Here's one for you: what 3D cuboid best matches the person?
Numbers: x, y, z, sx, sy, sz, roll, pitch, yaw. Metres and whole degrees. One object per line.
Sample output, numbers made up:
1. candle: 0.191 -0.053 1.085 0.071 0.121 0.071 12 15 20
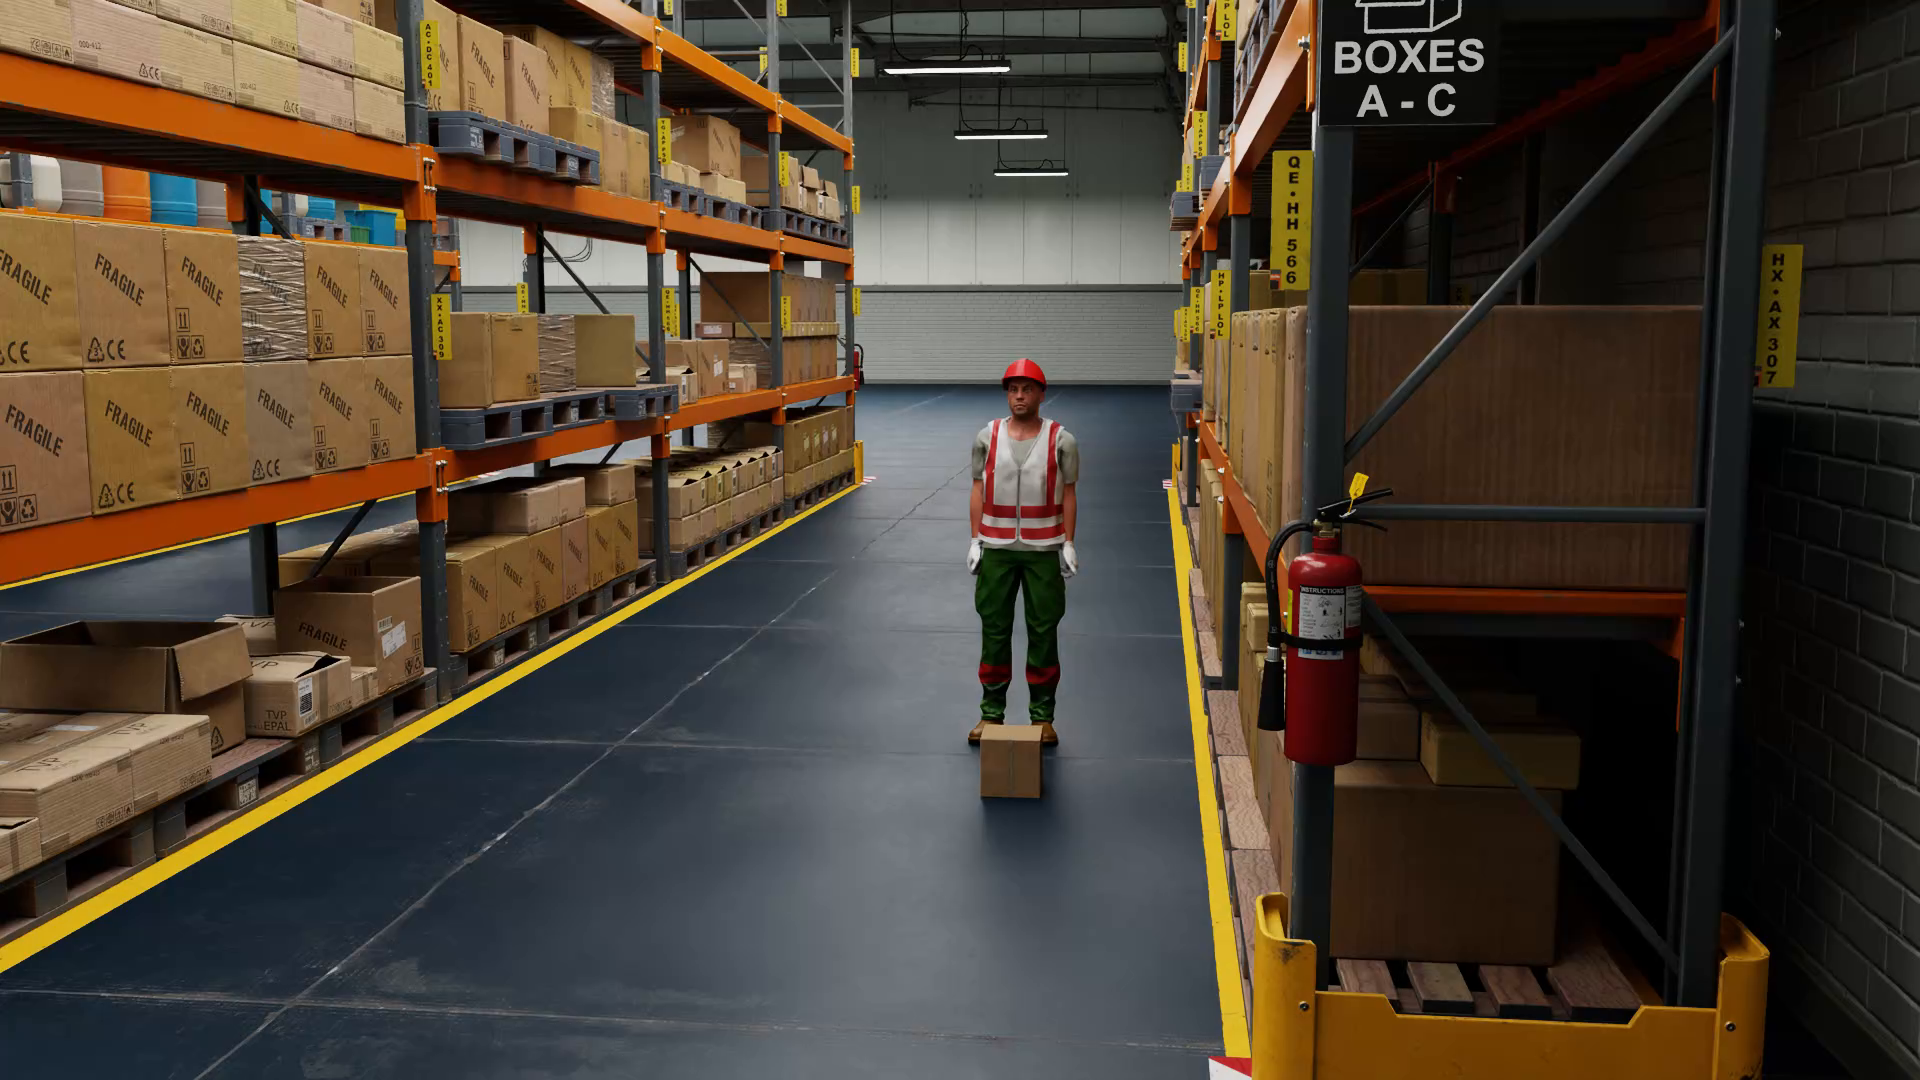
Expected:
1. person: 0.291 0.052 7.786 0.531 1.795 0.380 1 8 7
